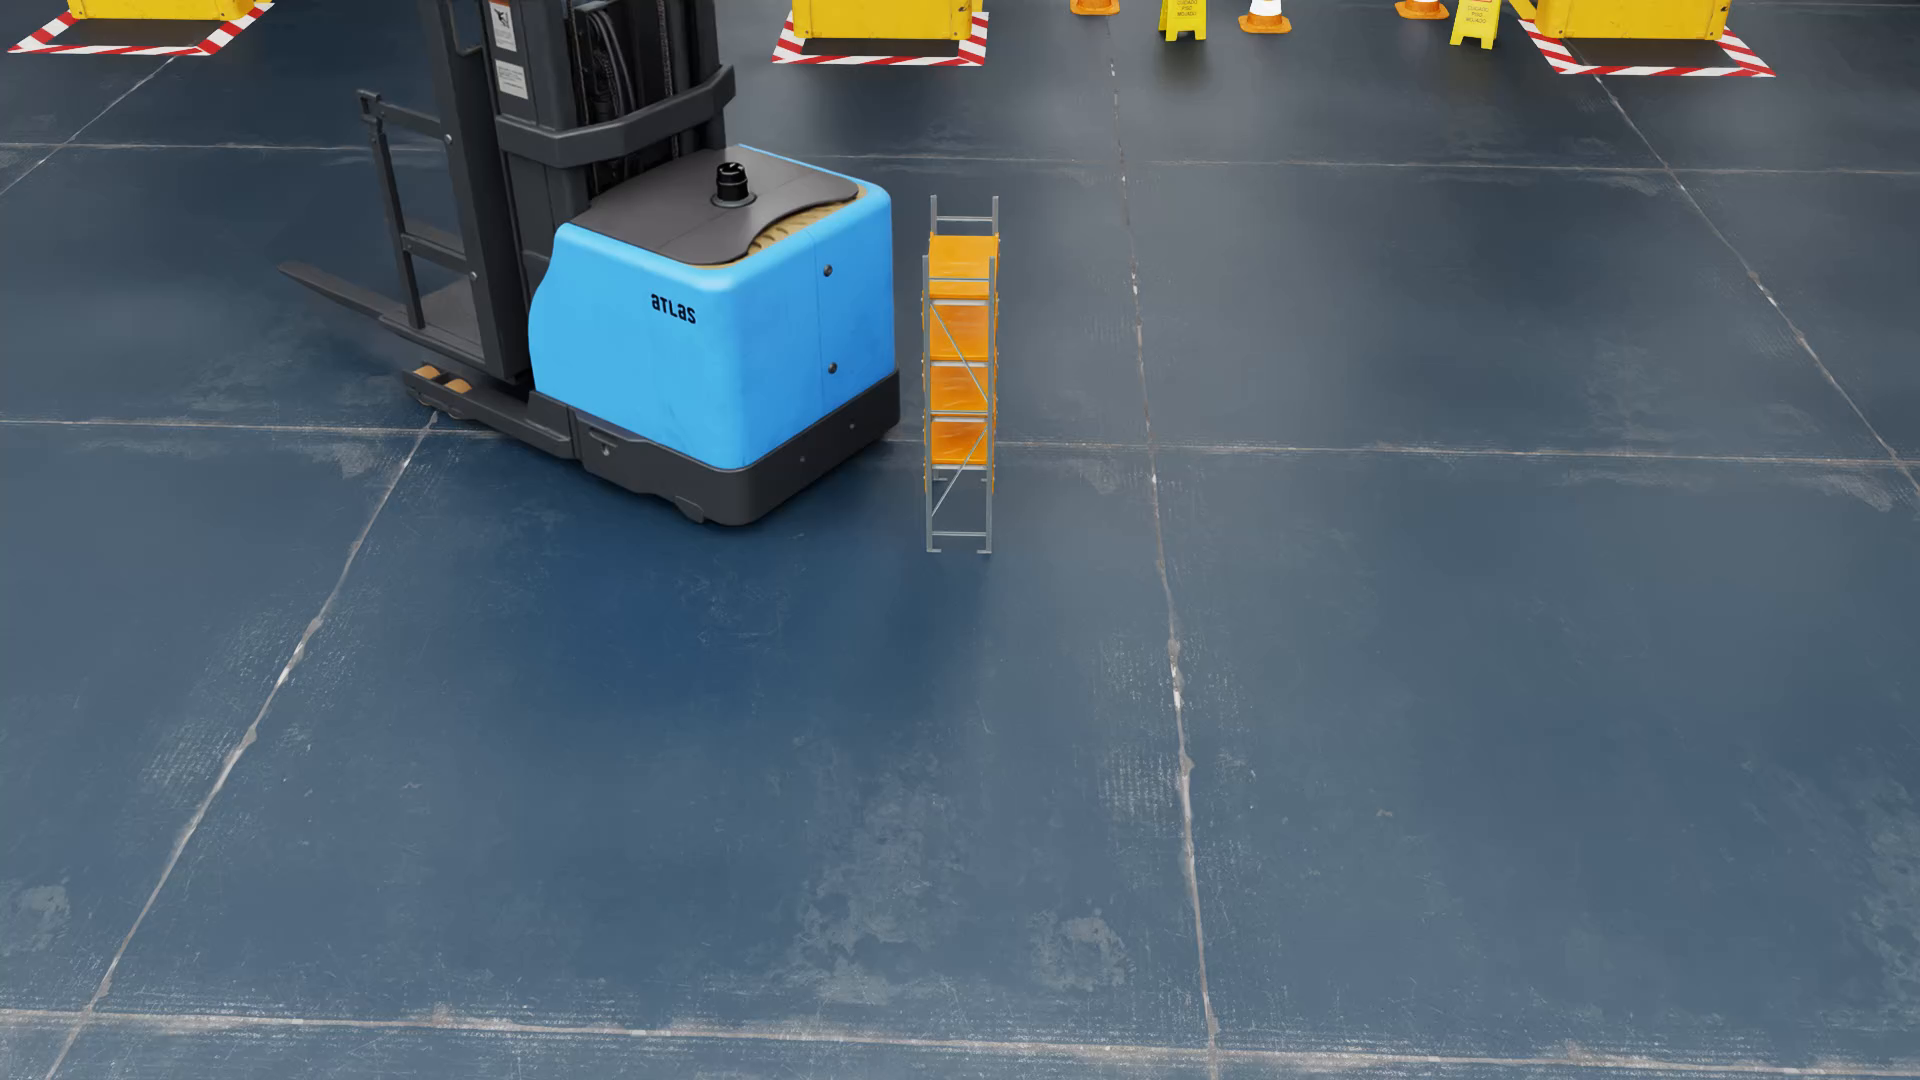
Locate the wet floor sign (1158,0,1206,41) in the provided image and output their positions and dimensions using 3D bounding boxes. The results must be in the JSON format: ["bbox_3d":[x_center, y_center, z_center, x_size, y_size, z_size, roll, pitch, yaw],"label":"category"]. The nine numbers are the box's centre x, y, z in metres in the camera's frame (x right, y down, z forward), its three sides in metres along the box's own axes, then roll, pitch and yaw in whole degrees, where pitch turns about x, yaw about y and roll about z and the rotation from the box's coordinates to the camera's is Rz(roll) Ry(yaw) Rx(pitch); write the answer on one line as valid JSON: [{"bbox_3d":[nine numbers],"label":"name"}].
[{"bbox_3d":[1.467,-3.609,10.825,0.267,0.644,0.232,-4,35,-6],"label":"wet floor sign"}]

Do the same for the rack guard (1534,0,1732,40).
[{"bbox_3d":[4.443,-3.600,10.937,1.175,0.500,0.348,1,35,2],"label":"rack guard"}]

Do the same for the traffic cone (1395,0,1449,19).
[{"bbox_3d":[3.169,-3.818,11.280,0.336,0.463,0.334,1,35,2],"label":"traffic cone"}]

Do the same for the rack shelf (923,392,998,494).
[{"bbox_3d":[0.007,-0.368,6.193,0.258,0.148,0.480,1,35,2],"label":"rack shelf"}]

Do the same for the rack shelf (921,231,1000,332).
[{"bbox_3d":[0.007,-0.907,5.814,0.258,0.148,0.480,1,35,2],"label":"rack shelf"}]

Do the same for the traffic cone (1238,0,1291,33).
[{"bbox_3d":[2.046,-3.648,11.038,0.336,0.463,0.334,1,35,2],"label":"traffic cone"}]

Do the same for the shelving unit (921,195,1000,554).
[{"bbox_3d":[0.007,-0.586,6.040,0.258,1.200,0.503,1,35,2],"label":"shelving unit"}]

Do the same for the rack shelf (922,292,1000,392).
[{"bbox_3d":[0.007,-0.714,5.950,0.258,0.148,0.480,1,35,2],"label":"rack shelf"}]

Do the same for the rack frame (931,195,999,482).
[{"bbox_3d":[0.016,-0.726,6.240,0.240,1.200,0.015,1,35,2],"label":"rack frame"}]

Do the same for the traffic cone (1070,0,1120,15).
[{"bbox_3d":[0.930,-3.869,11.353,0.336,0.463,0.334,1,35,2],"label":"traffic cone"}]

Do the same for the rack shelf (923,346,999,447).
[{"bbox_3d":[0.007,-0.531,6.079,0.258,0.148,0.480,1,35,2],"label":"rack shelf"}]

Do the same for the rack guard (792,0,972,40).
[{"bbox_3d":[-0.511,-3.599,10.936,1.175,0.500,0.348,1,35,2],"label":"rack guard"}]

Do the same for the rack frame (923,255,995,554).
[{"bbox_3d":[-0.003,-0.446,5.841,0.240,1.200,0.015,1,35,2],"label":"rack frame"}]

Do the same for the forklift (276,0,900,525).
[{"bbox_3d":[-1.736,-1.926,6.441,3.031,2.935,1.130,23,41,29],"label":"forklift"}]

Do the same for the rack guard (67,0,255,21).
[{"bbox_3d":[-5.459,-3.829,11.263,1.175,0.500,0.348,1,35,2],"label":"rack guard"}]

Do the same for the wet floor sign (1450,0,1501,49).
[{"bbox_3d":[3.363,-3.531,10.713,0.267,0.644,0.232,13,37,18],"label":"wet floor sign"}]

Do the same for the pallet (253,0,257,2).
[{"bbox_3d":[-5.391,-4.176,12.009,1.003,0.211,1.213,1,35,2],"label":"pallet"}]

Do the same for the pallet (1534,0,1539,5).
[{"bbox_3d":[4.511,-3.947,11.683,1.003,0.211,1.213,1,35,2],"label":"pallet"}]
